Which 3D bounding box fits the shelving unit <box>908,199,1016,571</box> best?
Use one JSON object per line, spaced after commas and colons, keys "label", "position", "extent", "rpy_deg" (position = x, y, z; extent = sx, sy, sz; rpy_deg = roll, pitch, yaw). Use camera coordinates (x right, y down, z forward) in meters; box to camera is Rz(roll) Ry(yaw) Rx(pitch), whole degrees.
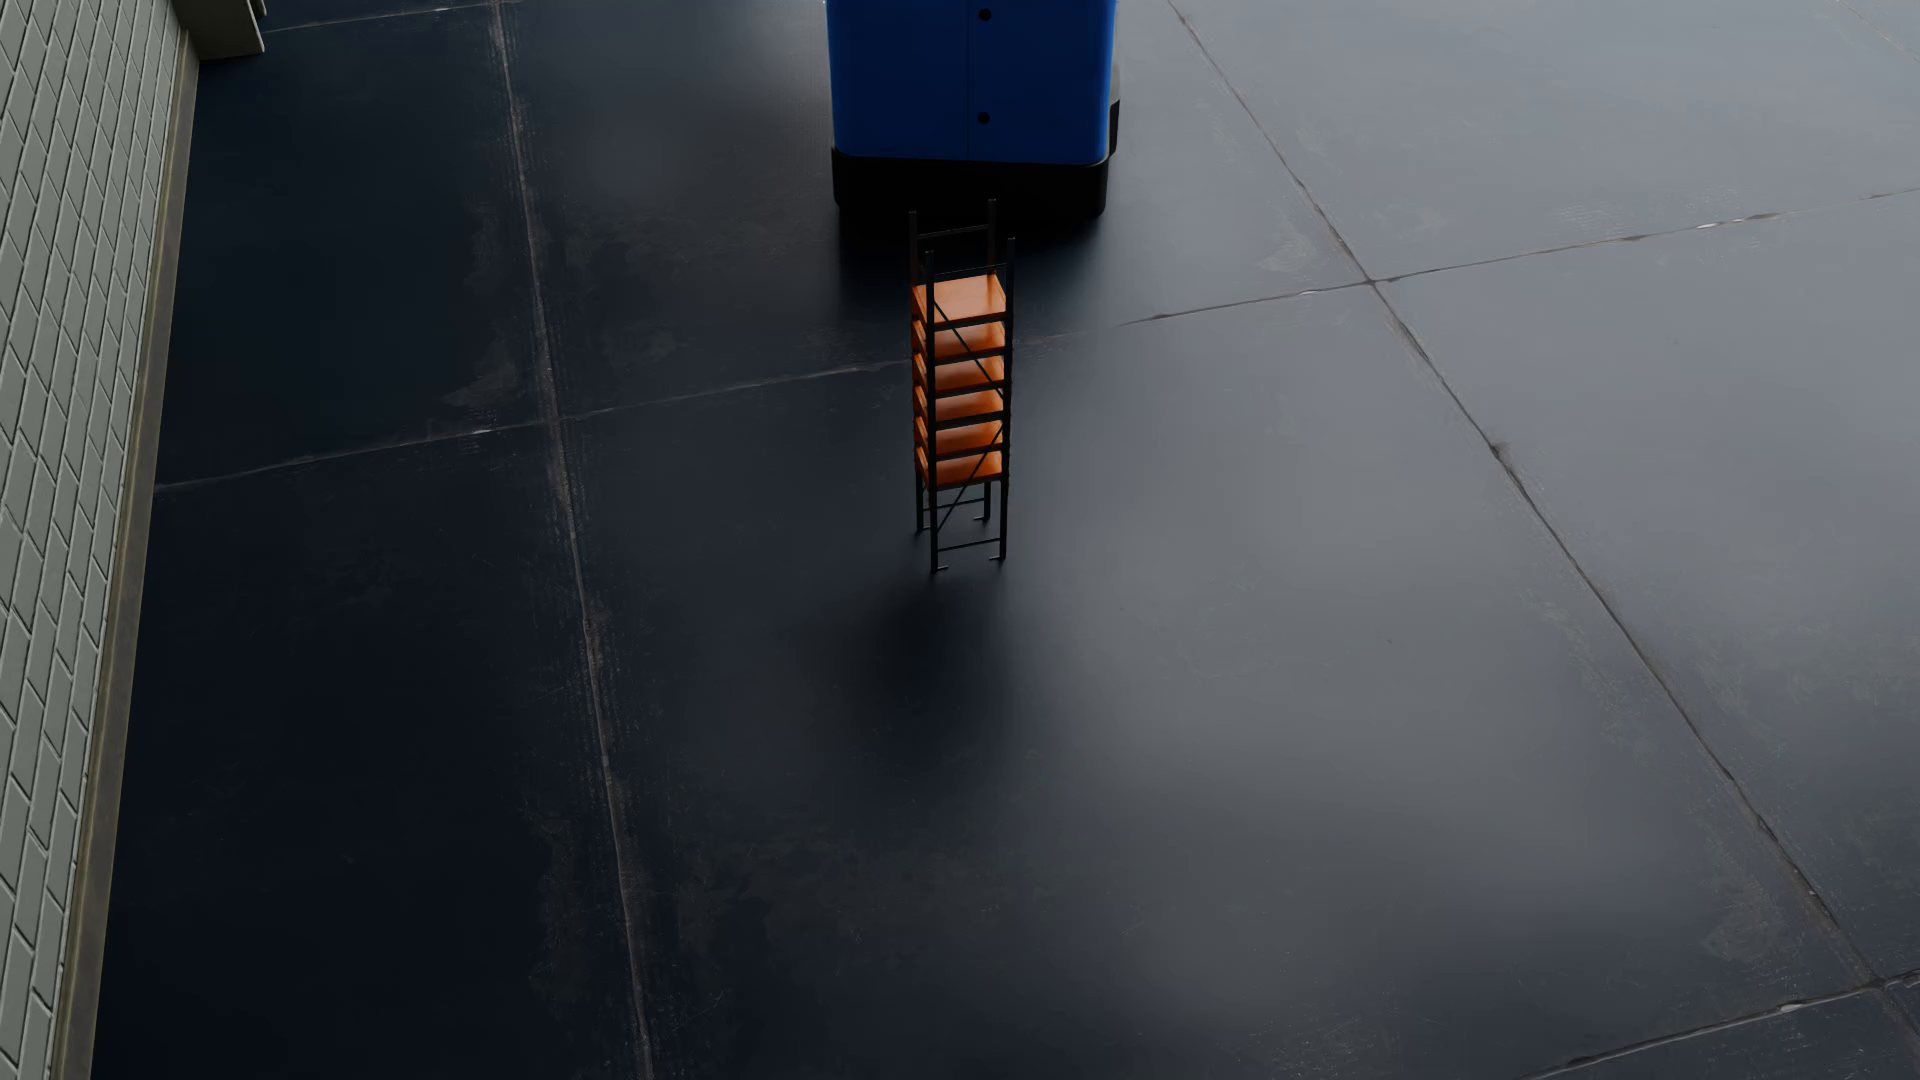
{"label": "shelving unit", "position": [0.004, -0.410, 4.812], "extent": [0.258, 1.200, 0.189], "rpy_deg": [-11, 47, -10]}

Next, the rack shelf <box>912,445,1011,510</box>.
{"label": "rack shelf", "position": [0.004, -0.211, 5.015], "extent": [0.258, 0.103, 0.180], "rpy_deg": [-11, 47, -10]}

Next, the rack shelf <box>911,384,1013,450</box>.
{"label": "rack shelf", "position": [0.004, -0.379, 4.843], "extent": [0.258, 0.103, 0.180], "rpy_deg": [-11, 47, -10]}

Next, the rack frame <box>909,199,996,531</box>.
{"label": "rack frame", "position": [-0.020, -0.473, 4.874], "extent": [0.240, 1.200, 0.006], "rpy_deg": [-11, 47, -10]}

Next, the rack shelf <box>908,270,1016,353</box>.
{"label": "rack shelf", "position": [0.004, -0.631, 4.586], "extent": [0.258, 0.103, 0.180], "rpy_deg": [-11, 47, -10]}

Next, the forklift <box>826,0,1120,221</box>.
{"label": "forklift", "position": [0.136, -3.289, 6.421], "extent": [1.130, 2.935, 3.031], "rpy_deg": [3, 46, 3]}

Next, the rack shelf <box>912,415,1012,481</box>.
{"label": "rack shelf", "position": [0.004, -0.295, 4.929], "extent": [0.258, 0.103, 0.180], "rpy_deg": [-11, 47, -10]}

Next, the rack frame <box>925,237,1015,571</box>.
{"label": "rack frame", "position": [0.027, -0.347, 4.750], "extent": [0.240, 1.200, 0.006], "rpy_deg": [-11, 47, -10]}

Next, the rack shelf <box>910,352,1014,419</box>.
{"label": "rack shelf", "position": [0.004, -0.463, 4.758], "extent": [0.258, 0.103, 0.180], "rpy_deg": [-11, 47, -10]}

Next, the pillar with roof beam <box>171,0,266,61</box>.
{"label": "pillar with roof beam", "position": [0.878, -6.204, 5.029], "extent": [9.100, 9.000, 0.400], "rpy_deg": [-11, 47, -10]}

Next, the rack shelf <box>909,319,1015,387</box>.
{"label": "rack shelf", "position": [0.004, -0.547, 4.672], "extent": [0.258, 0.103, 0.180], "rpy_deg": [-11, 47, -10]}
